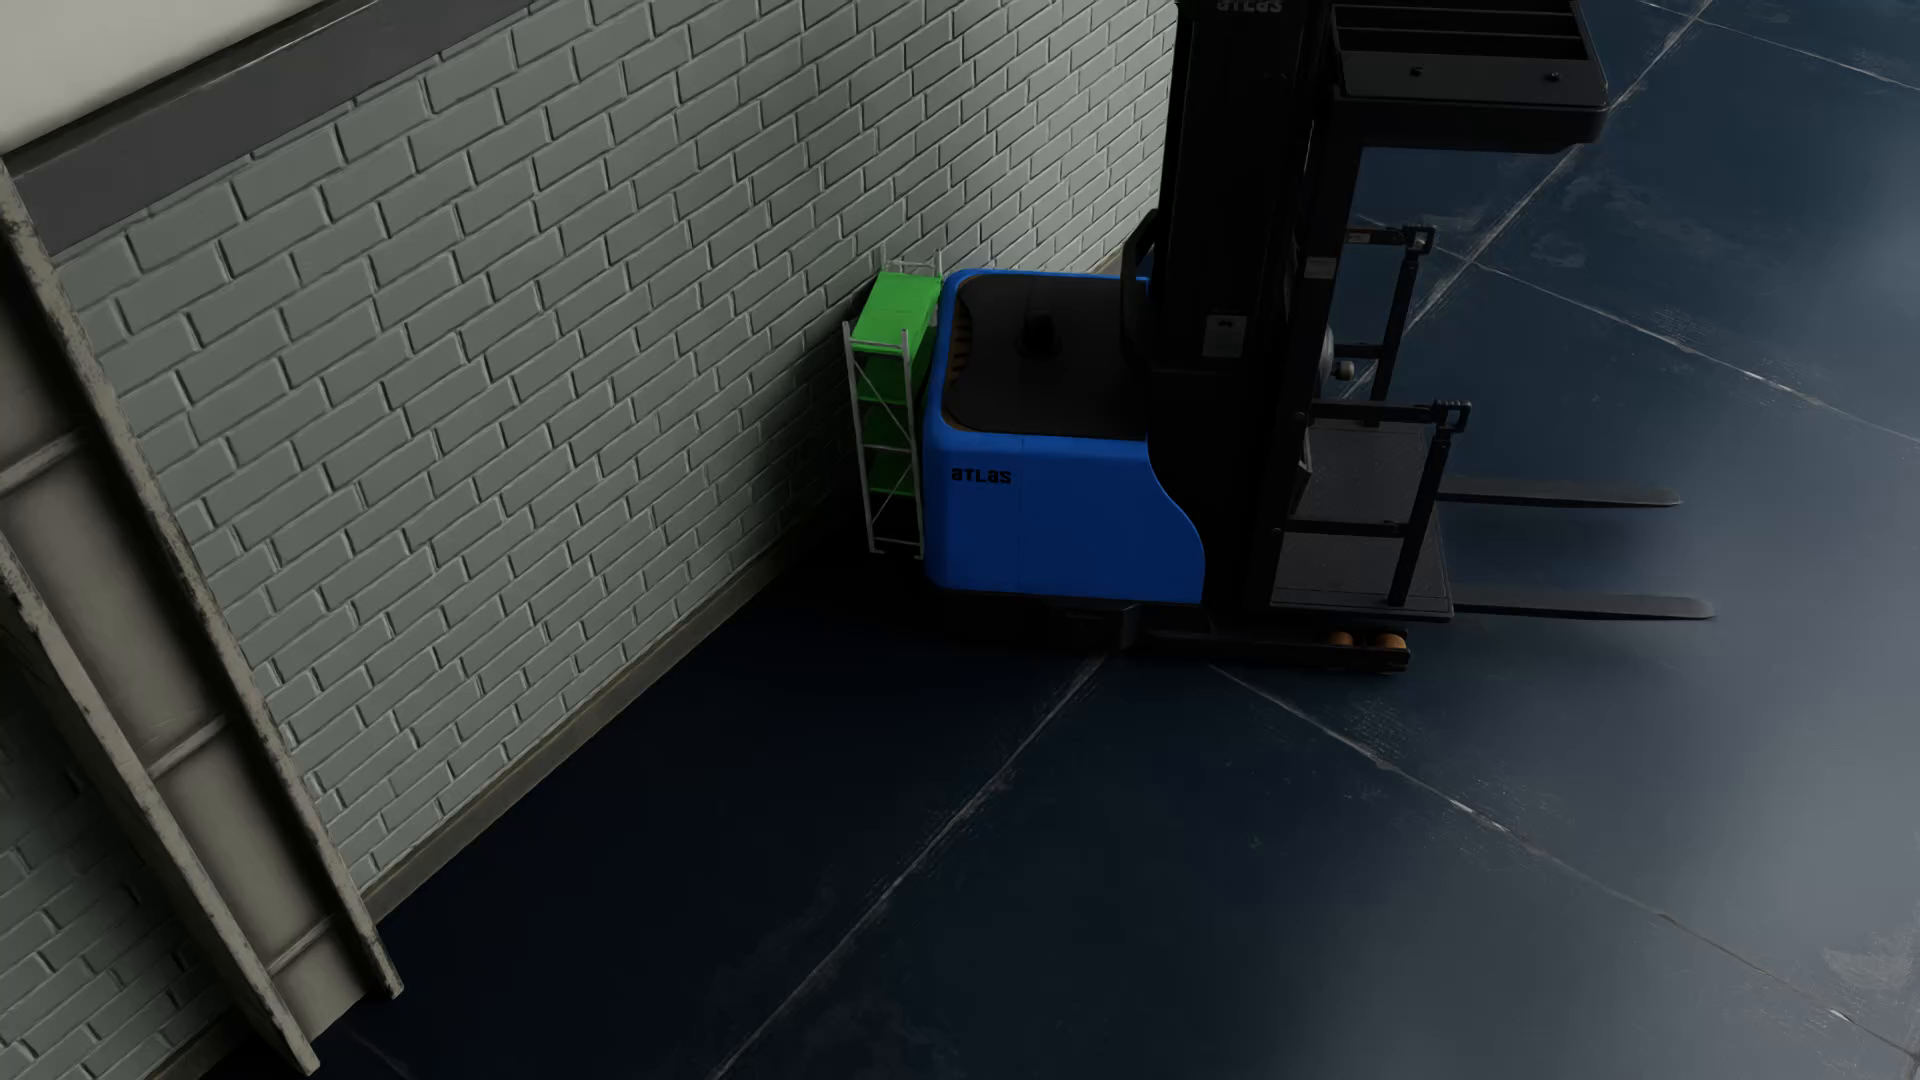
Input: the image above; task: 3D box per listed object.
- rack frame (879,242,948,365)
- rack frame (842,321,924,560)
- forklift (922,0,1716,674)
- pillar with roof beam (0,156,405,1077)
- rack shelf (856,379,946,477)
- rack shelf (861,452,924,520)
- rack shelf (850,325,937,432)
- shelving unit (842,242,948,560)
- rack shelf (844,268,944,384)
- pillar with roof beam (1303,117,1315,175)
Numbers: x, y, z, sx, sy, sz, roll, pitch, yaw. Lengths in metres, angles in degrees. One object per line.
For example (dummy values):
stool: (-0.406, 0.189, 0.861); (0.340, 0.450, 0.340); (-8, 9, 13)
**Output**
rack frame: (-0.166, -0.699, 6.748); (0.240, 1.200, 0.015); (8, 47, 11)
rack frame: (-0.281, -0.354, 6.422); (0.240, 1.200, 0.015); (8, 47, 11)
forklift: (1.397, -0.898, 5.745); (3.031, 2.935, 1.130); (3, 46, 3)
pillar with roof beam: (1.331, 0.323, 0.383); (9.100, 9.000, 0.400); (29, 53, 25)
rack shelf: (-0.221, -0.482, 6.631); (0.258, 0.148, 0.480); (8, 47, 11)
rack shelf: (-0.210, -0.315, 6.803); (0.258, 0.148, 0.480); (8, 47, 11)
rack shelf: (-0.232, -0.649, 6.458); (0.258, 0.148, 0.480); (8, 47, 11)
shelving unit: (-0.224, -0.526, 6.585); (0.258, 1.200, 0.503); (8, 47, 11)
rack shelf: (-0.242, -0.815, 6.286); (0.258, 0.148, 0.480); (8, 47, 11)
pillar with roof beam: (5.000, -3.110, 3.663); (9.100, 9.000, 0.400); (29, 53, 25)
